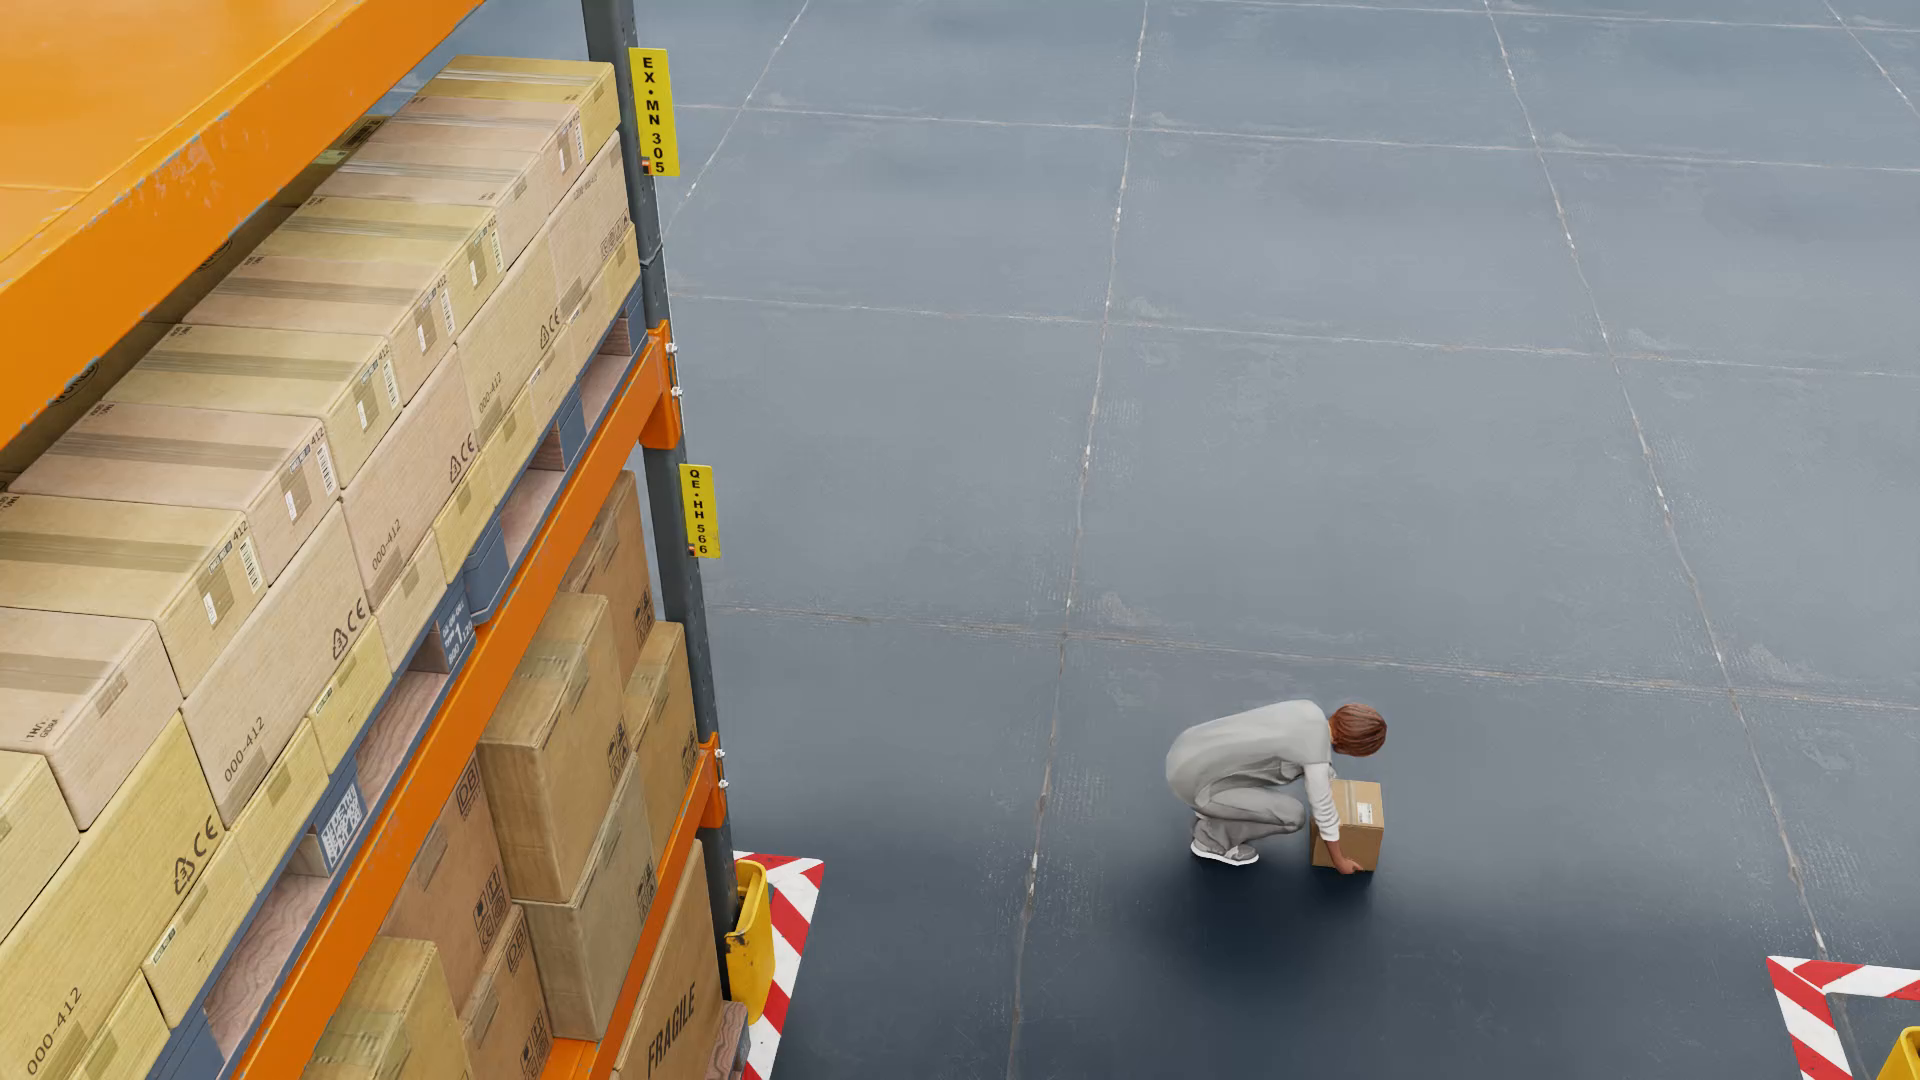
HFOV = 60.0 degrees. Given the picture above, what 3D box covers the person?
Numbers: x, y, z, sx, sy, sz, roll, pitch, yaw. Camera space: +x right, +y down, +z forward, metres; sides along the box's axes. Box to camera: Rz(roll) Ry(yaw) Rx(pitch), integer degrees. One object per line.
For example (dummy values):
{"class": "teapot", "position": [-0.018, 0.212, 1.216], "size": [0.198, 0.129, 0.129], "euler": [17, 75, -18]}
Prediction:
{"class": "person", "position": [1.224, 0.956, 6.568], "size": [0.831, 0.757, 0.434], "euler": [4, 37, 6]}
